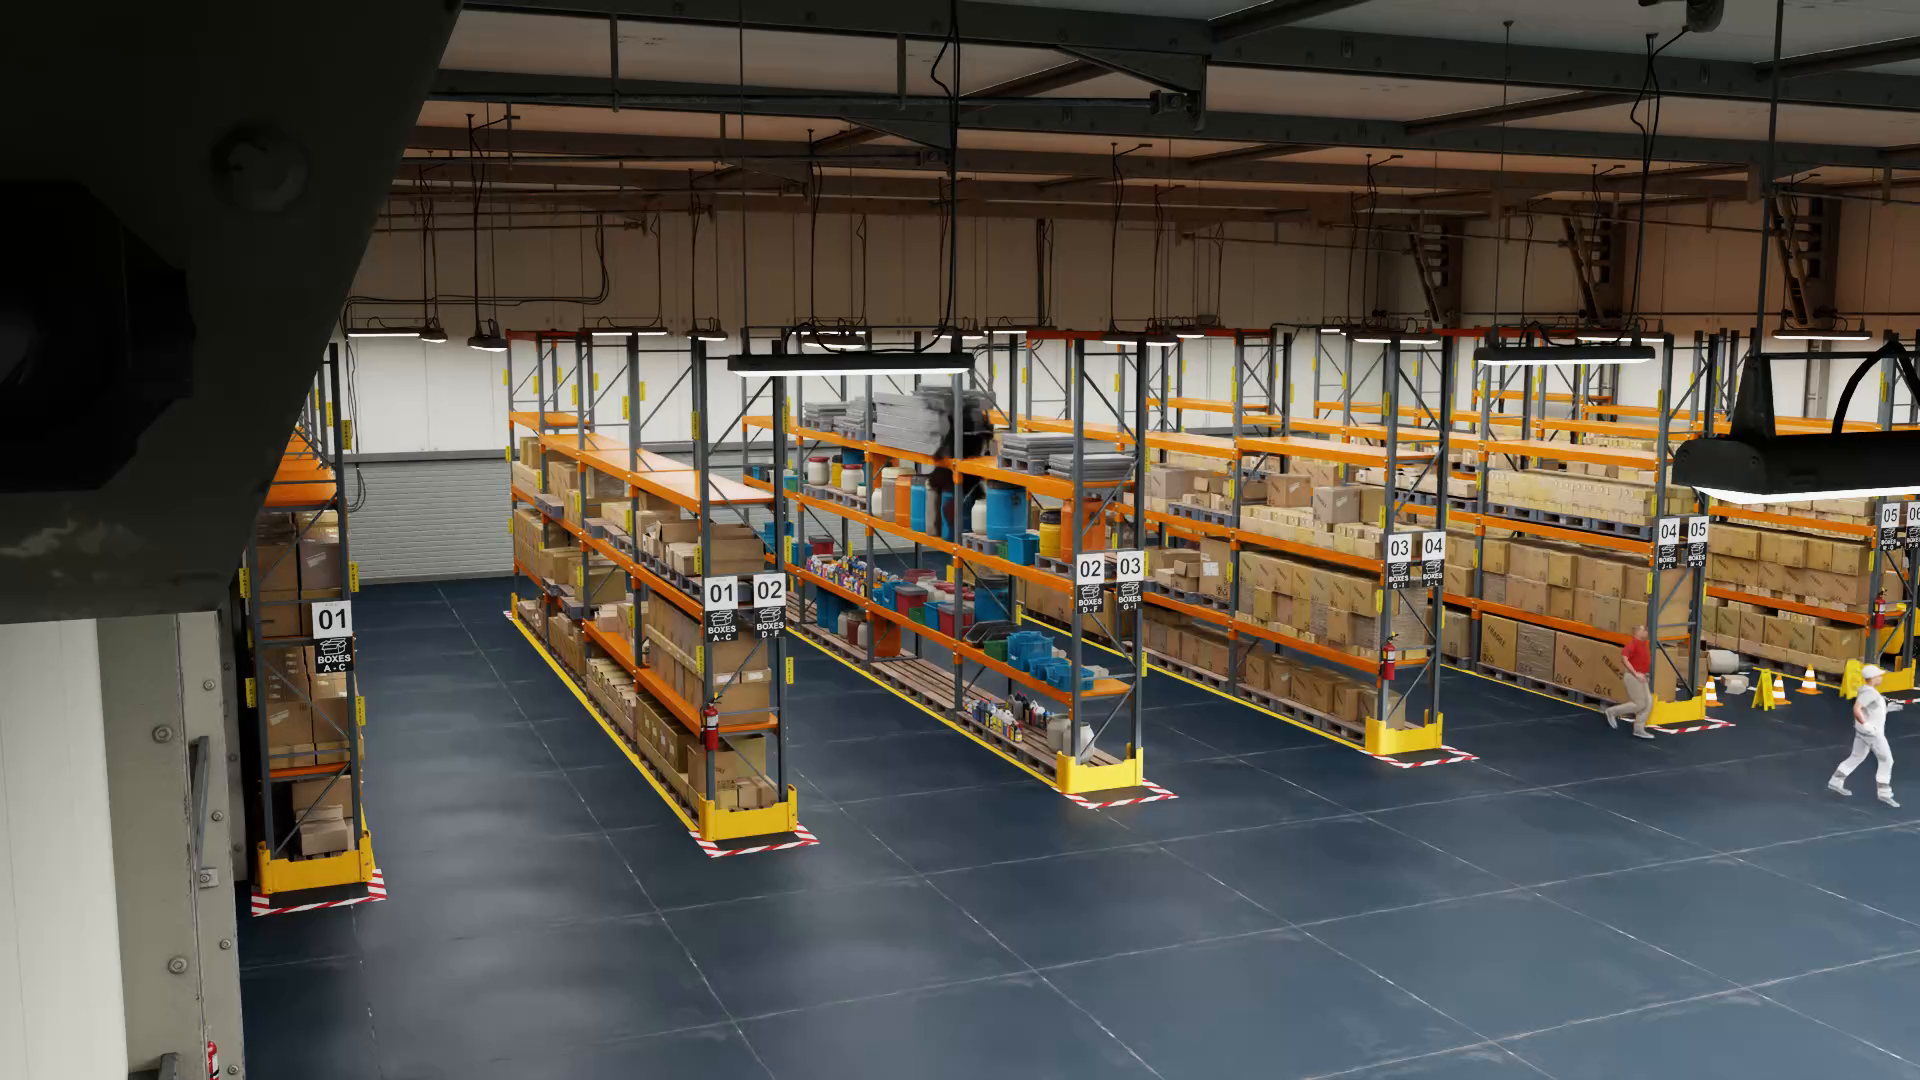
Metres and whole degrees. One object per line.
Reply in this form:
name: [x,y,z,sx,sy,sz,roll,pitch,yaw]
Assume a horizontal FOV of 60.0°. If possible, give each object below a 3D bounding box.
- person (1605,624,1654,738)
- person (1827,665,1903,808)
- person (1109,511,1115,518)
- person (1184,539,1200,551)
person: [10.204,2.105,25.109,0.725,1.660,0.711,6,10,36]
person: [11.735,2.518,21.491,0.835,1.834,0.654,2,8,13]
person: [3.685,-0.037,41.394,0.637,1.543,0.674,-4,9,-25]
person: [5.824,-0.102,41.471,0.772,1.596,0.631,6,10,38]
